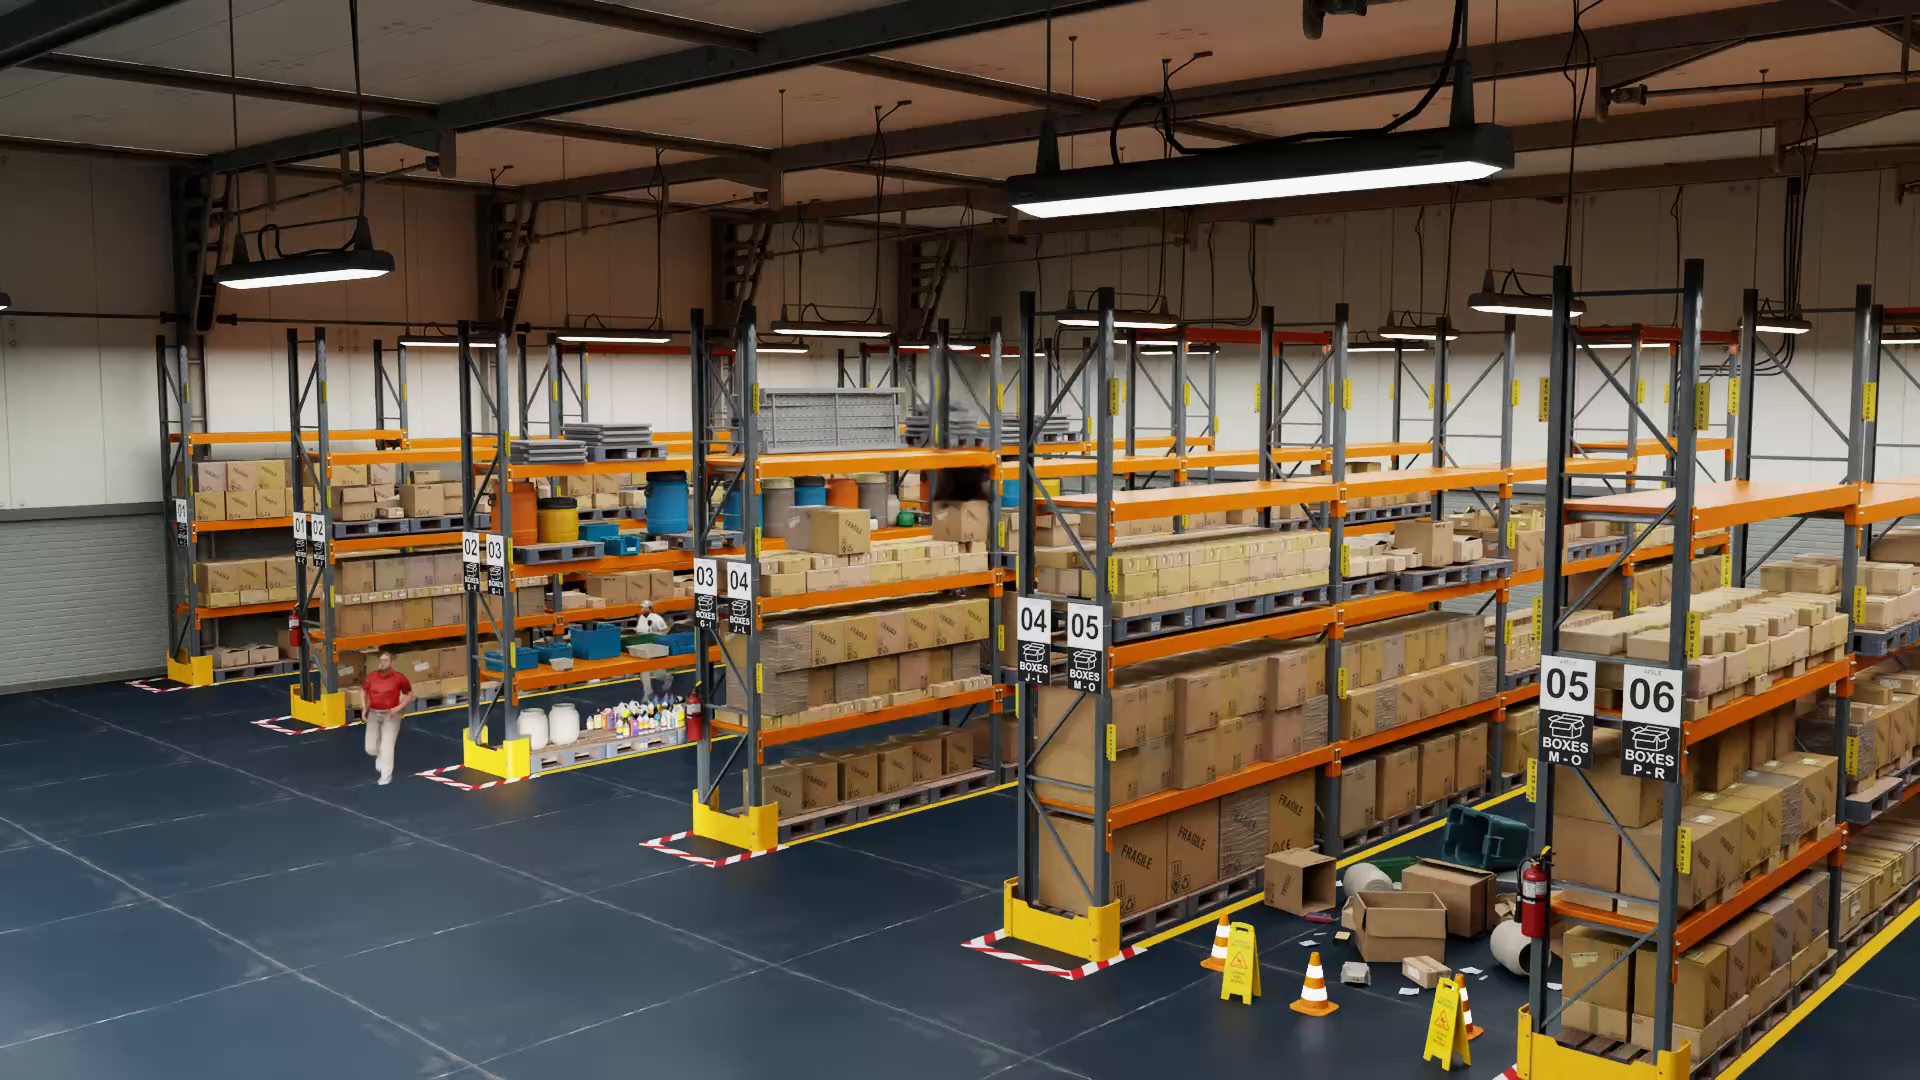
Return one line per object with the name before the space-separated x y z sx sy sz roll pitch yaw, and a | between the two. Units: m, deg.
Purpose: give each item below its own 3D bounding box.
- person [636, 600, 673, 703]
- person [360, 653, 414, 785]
person | -4.992 1.800 27.252 0.602 1.671 0.728 3 6 29
person | -7.480 2.308 21.710 0.694 1.692 0.586 0 5 -3
